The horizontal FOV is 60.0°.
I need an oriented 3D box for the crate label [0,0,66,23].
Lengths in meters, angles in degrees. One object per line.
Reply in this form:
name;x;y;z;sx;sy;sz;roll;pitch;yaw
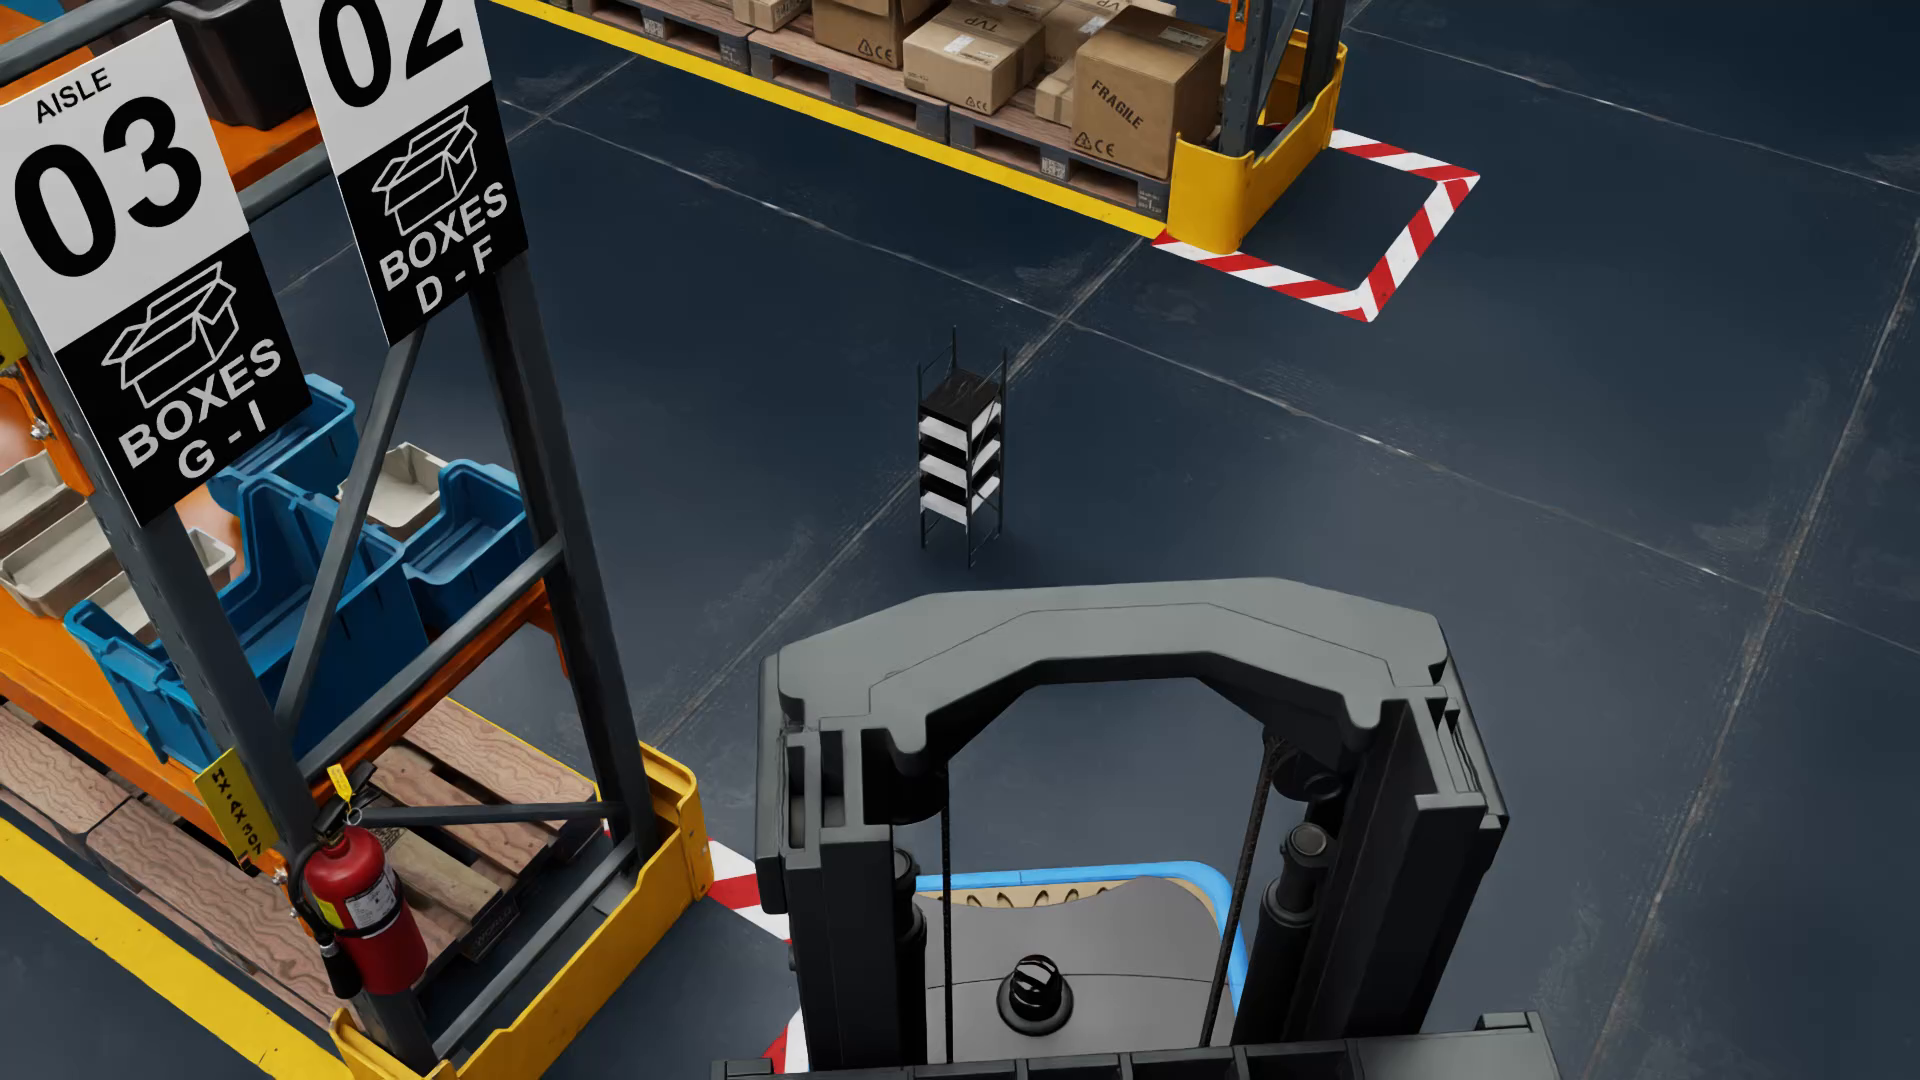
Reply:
crate label;-1.835;-1.259;3.394;0.502;0.251;0.408;25;51;22

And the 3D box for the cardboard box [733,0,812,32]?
cardboard box;-0.953;-2.795;8.543;0.250;0.166;0.380;25;51;22

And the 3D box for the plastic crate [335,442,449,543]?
plastic crate;-1.488;-0.111;4.408;0.298;0.136;0.250;25;51;22

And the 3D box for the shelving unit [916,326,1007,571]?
shelving unit;0.007;-0.310;5.924;0.210;0.900;0.258;25;51;22

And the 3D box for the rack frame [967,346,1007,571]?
rack frame;0.092;-0.271;5.886;0.006;0.900;0.240;25;51;22

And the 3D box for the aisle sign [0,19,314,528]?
aisle sign;-1.331;-0.415;2.749;0.004;0.787;0.394;25;51;22

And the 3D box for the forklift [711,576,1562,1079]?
forklift;0.241;1.577;2.674;1.130;2.935;3.031;-3;46;-3

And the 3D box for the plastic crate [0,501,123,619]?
plastic crate;-2.253;0.030;4.271;0.243;0.136;0.396;25;51;22

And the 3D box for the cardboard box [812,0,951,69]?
cardboard box;-0.339;-2.810;8.323;0.637;0.503;0.797;25;51;22

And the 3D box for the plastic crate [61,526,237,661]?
plastic crate;-2.017;0.151;4.153;0.243;0.136;0.396;25;51;22

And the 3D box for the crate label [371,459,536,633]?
crate label;-1.263;0.030;4.204;0.303;0.233;0.416;25;51;22

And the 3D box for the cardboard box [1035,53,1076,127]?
cardboard box;0.561;-2.141;7.908;0.250;0.166;0.380;25;51;22

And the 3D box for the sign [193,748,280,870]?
sign;-1.516;0.568;3.493;0.005;0.325;0.100;25;51;22

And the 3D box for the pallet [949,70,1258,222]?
pallet;0.709;-2.068;8.112;1.213;0.211;1.003;25;51;22

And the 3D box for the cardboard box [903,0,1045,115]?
cardboard box;0.070;-2.345;8.048;0.500;0.250;0.500;25;51;22

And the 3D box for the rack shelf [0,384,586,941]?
rack shelf;-2.917;-0.237;4.890;4.000;0.370;1.077;25;51;22

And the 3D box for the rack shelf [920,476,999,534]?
rack shelf;0.007;-0.162;6.077;0.200;0.077;0.258;25;51;22

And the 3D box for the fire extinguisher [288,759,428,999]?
fire extinguisher;-1.351;0.776;3.718;0.183;0.674;0.296;25;51;22

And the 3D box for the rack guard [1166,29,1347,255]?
rack guard;1.380;-1.860;7.709;0.348;0.500;1.175;25;51;22

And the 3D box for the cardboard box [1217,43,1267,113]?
cardboard box;1.277;-2.231;8.008;0.250;0.149;0.380;25;51;22

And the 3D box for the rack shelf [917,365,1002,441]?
rack shelf;0.007;-0.475;5.754;0.200;0.077;0.258;25;51;22

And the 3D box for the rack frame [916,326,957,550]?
rack frame;-0.079;-0.350;5.962;0.006;0.900;0.240;25;51;22

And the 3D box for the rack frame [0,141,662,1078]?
rack frame;-1.233;0.287;3.880;0.127;3.000;1.000;25;51;22

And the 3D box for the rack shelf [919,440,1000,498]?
rack shelf;0.007;-0.287;5.948;0.200;0.077;0.258;25;51;22

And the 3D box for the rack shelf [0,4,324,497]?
rack shelf;-2.917;-1.282;3.815;4.000;0.370;1.077;25;51;22

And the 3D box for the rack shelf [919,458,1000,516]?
rack shelf;0.007;-0.225;6.013;0.200;0.077;0.258;25;51;22

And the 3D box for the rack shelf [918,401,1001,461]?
rack shelf;0.007;-0.413;5.819;0.200;0.077;0.258;25;51;22

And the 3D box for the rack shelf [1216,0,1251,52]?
rack shelf;-0.239;-3.226;7.795;4.000;0.370;1.077;25;51;22

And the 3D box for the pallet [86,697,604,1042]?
pallet;-1.906;0.916;5.213;1.213;0.211;1.003;25;51;22

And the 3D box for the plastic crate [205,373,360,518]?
plastic crate;-1.817;-0.225;4.452;0.300;0.233;0.416;25;51;22

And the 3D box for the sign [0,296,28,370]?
sign;-1.516;-0.384;2.513;0.005;0.325;0.100;25;51;22

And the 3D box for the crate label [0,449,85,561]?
crate label;-2.501;-0.063;4.361;0.243;0.136;0.396;25;51;22

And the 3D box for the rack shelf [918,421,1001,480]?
rack shelf;0.007;-0.350;5.884;0.200;0.077;0.258;25;51;22

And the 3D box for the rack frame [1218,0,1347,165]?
rack frame;1.444;-2.702;6.784;0.127;3.000;1.000;25;51;22

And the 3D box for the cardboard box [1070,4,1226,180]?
cardboard box;0.854;-2.046;7.583;0.500;0.500;0.500;25;51;22

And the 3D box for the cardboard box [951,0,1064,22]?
cardboard box;0.298;-2.666;8.360;0.500;0.250;0.500;25;51;22

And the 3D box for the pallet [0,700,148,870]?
pallet;-2.929;0.443;5.672;1.213;0.211;1.003;25;51;22

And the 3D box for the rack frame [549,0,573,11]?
rack frame;-1.923;-4.251;8.289;0.127;3.000;1.000;25;51;22

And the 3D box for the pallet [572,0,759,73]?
pallet;-1.345;-3.012;9.030;1.213;0.211;1.003;25;51;22

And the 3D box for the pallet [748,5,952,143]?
pallet;-0.314;-2.541;8.572;1.213;0.211;1.003;25;51;22

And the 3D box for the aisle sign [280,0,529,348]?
aisle sign;-1.012;-0.771;3.095;0.004;0.787;0.394;25;51;22

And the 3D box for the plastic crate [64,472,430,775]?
plastic crate;-1.616;0.237;3.862;0.499;0.435;0.616;25;51;22

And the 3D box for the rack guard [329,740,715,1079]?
rack guard;-1.206;1.159;4.775;0.348;0.500;1.175;25;51;22

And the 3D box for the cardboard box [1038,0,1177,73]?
cardboard box;0.719;-2.473;8.172;0.500;0.250;0.500;25;51;22

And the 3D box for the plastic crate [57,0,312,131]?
plastic crate;-1.407;-1.030;3.159;0.590;0.269;0.497;25;51;22
